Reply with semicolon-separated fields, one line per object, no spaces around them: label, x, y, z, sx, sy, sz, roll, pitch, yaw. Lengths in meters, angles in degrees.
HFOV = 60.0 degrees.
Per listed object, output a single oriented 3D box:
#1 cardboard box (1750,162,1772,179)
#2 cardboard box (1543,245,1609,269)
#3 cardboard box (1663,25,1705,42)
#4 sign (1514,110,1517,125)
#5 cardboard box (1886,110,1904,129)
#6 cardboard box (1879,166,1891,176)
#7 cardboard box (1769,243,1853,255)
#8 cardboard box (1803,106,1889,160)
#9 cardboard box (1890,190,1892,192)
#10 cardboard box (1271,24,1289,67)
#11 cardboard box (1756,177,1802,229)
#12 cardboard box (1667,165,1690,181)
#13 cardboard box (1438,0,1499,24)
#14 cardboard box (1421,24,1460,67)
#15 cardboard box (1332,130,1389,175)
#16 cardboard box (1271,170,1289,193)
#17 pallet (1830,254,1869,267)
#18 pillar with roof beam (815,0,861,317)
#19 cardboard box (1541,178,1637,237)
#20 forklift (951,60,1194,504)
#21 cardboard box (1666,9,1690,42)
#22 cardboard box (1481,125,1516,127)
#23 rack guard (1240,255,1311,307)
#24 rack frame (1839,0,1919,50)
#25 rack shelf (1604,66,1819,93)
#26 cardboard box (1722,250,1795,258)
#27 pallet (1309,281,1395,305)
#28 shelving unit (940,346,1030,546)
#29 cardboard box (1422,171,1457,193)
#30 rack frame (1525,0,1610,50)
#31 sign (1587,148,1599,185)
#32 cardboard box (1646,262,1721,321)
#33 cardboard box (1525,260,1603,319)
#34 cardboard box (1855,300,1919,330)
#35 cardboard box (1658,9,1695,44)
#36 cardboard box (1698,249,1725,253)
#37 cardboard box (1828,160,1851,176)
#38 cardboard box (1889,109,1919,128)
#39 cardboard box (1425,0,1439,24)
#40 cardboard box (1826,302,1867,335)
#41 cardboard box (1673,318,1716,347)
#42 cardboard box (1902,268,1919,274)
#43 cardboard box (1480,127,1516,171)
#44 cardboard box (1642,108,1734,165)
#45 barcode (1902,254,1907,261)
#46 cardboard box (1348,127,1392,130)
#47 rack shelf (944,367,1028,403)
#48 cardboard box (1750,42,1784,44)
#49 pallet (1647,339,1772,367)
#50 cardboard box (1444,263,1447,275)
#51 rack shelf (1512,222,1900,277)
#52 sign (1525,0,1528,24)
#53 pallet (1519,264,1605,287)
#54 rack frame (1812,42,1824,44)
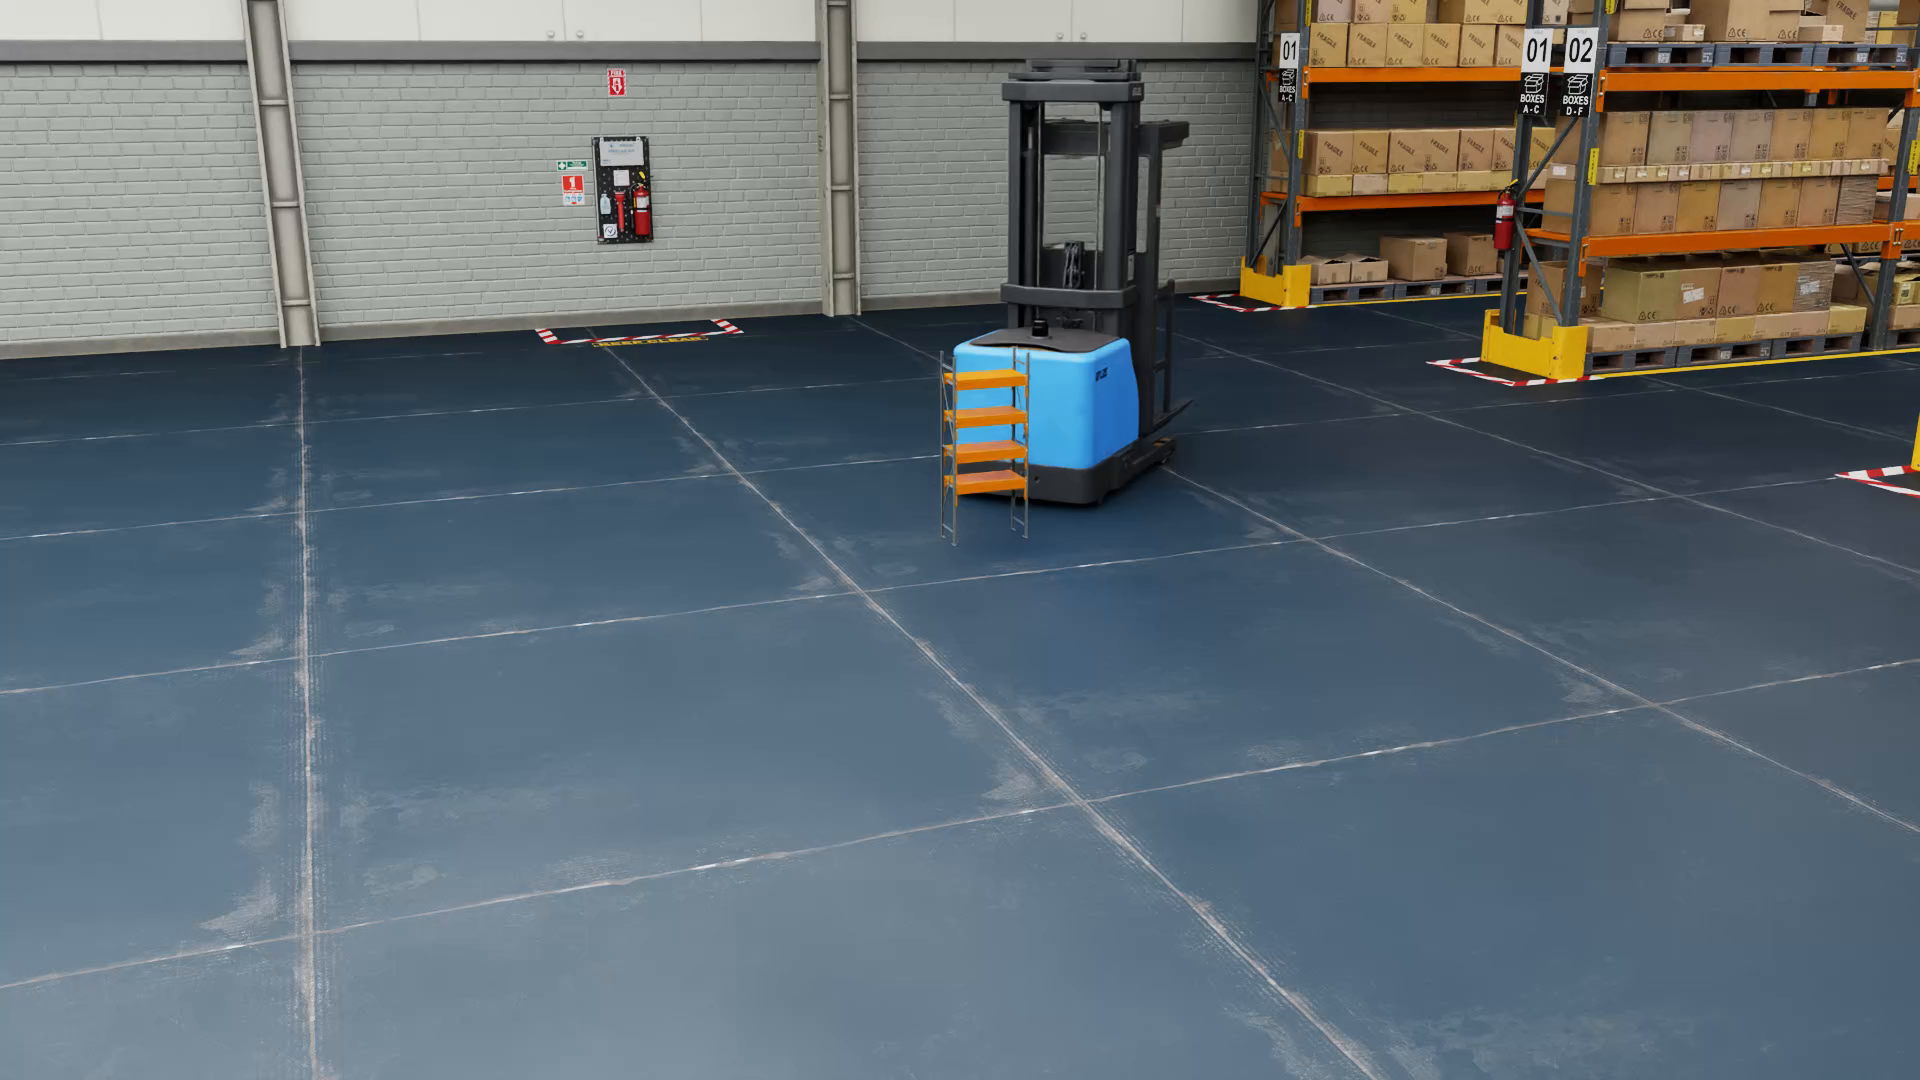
cardboard box;7.754;-3.651;16.380;0.250;0.149;0.380;-6;17;-18
cardboard box;8.270;-3.924;22.294;0.500;0.500;0.700;-6;17;-18
cardboard box;6.791;-4.787;15.705;0.250;0.149;0.380;-6;17;-20
sign;7.387;-5.535;22.069;0.005;0.325;0.100;-6;17;-20
cardboard box;12.807;-5.881;23.230;0.500;0.250;0.500;-6;17;-20
cardboard box;12.905;-5.236;23.514;0.250;0.149;0.380;-6;17;-19
cardboard box;12.057;-4.447;23.488;0.750;0.750;0.750;-6;18;-21
cardboard box;8.952;-4.155;16.944;0.500;0.500;0.700;-6;17;-20
cardboard box;10.120;-3.604;17.784;0.258;0.266;0.396;-7;18;-21
cardboard box;4.152;-6.036;20.293;0.500;0.500;0.500;-5;17;-16
cardboard box;7.992;-3.428;16.771;0.500;0.500;0.700;-6;17;-19
cardboard box;6.788;-3.547;16.024;0.250;0.149;0.380;-6;18;-21
cardboard box;6.226;-6.575;20.354;0.500;0.500;0.500;-7;18;-22
cardboard box;5.745;-6.053;20.351;0.500;0.500;0.500;-5;17;-17
cardboard box;4.872;-4.744;20.331;0.500;0.500;0.500;-6;17;-20
cardboard box;4.220;-4.466;20.715;0.500;0.250;0.500;-6;17;-19
pallet;12.087;-3.959;23.705;1.213;0.211;1.003;-6;17;-20
pillar with roof beam;0.135;-5.870;14.616;0.400;9.000;9.100;-6;17;-20
cardboard box;6.070;-3.219;16.060;0.500;0.500;0.700;-6;17;-20
forklift;1.008;-2.019;12.272;1.130;2.935;3.031;7;18;23
cardboard box;7.130;-5.034;16.259;0.500;0.311;0.500;-4;17;-14
cardboard box;7.075;-5.139;21.674;0.500;0.500;0.500;-7;18;-21
rack guard;3.924;-3.239;20.741;0.348;0.500;1.175;-6;17;-20
rack frame;9.365;-6.409;16.454;0.127;3.000;1.000;-6;17;-20
rack shelf;9.456;-6.130;22.101;4.000;0.370;1.077;-6;17;-20
cardboard box;8.355;-2.756;17.464;0.500;0.500;0.500;-6;17;-20
pallet;4.696;-3.173;21.029;1.213;0.211;1.003;-6;17;-20
shelving unit;0.155;-0.592;10.486;0.503;1.200;0.258;-6;17;-20
cardboard box;5.853;-4.490;20.796;0.500;0.250;0.500;-6;17;-20
rack frame;5.629;-6.006;15.080;0.127;3.000;1.000;-6;17;-20
sign;5.822;-3.434;15.293;0.005;0.325;0.100;-6;17;-20
cardboard box;7.138;-2.470;16.489;0.500;0.500;0.500;-6;17;-20
cardboard box;6.024;-2.502;16.599;0.500;0.500;0.500;-6;17;-20
cardboard box;9.830;-2.389;17.544;0.500;0.250;0.500;-7;18;-21
cardboard box;9.279;-6.681;21.779;0.500;0.500;0.500;-7;18;-22
cardboard box;10.147;-4.141;23.033;0.500;0.500;0.700;-6;17;-20
cardboard box;8.712;-3.755;16.733;0.250;0.149;0.380;-7;18;-22
cardboard box;13.281;-5.934;23.411;0.500;0.250;0.500;-7;18;-21
cardboard box;5.609;-6.670;20.677;0.500;0.500;0.500;-6;17;-20
cardboard box;9.010;-2.309;17.272;0.500;0.250;0.500;-6;17;-20
cardboard box;7.142;-2.107;16.585;0.500;0.250;0.500;-6;17;-20
cardboard box;10.309;-2.708;17.634;0.500;0.311;0.500;-6;18;-21
cardboard box;6.794;-4.951;21.033;0.500;0.500;0.500;-6;17;-20
cardboard box;7.079;-3.953;16.255;0.500;0.500;0.700;-6;17;-20
barcode;9.752;-2.920;17.168;0.075;0.075;0.001;-6;17;-20
cardboard box;5.172;-4.933;20.973;0.500;0.500;0.500;-7;18;-22
rack shelf;0.155;-0.969;10.375;0.480;0.148;0.258;-6;17;-20
cardboard box;10.748;-6.500;22.207;0.500;0.311;0.500;-6;17;-20
pallet;7.466;-2.000;17.034;1.213;0.211;1.003;-6;17;-20
cardboard box;6.088;-3.521;21.544;0.250;0.149;0.380;-8;18;-25
rack shelf;7.497;-2.984;16.714;4.000;0.370;1.077;-6;17;-20
sign;5.448;-5.098;15.880;0.005;0.325;0.100;-6;17;-20
pallet;8.315;-3.575;22.397;1.213;0.211;1.003;-6;17;-20
rack frame;11.324;-8.116;22.264;0.127;3.000;1.000;-6;17;-20
